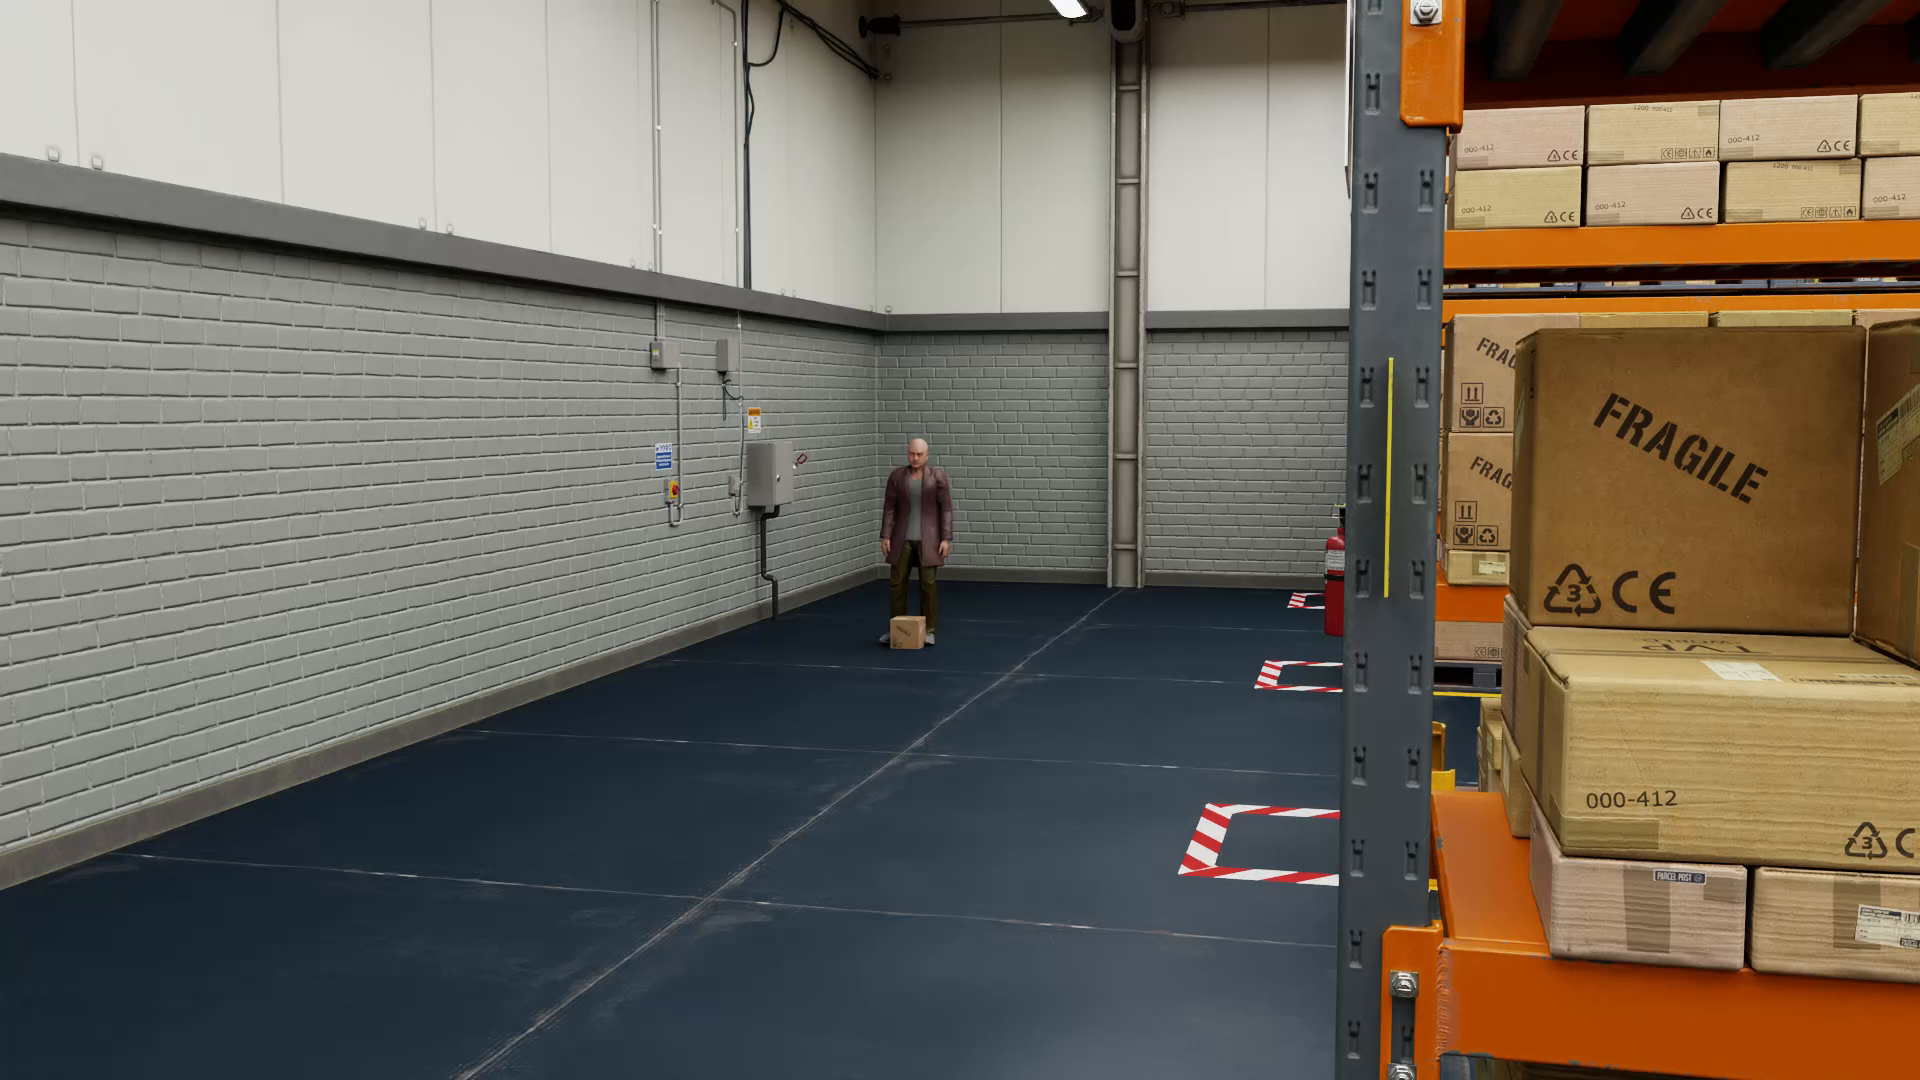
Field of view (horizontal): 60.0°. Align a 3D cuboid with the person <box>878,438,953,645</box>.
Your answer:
[{"bbox_3d":[-0.377,0.010,14.353,0.647,1.772,0.429,1,5,10],"label":"person"}]
